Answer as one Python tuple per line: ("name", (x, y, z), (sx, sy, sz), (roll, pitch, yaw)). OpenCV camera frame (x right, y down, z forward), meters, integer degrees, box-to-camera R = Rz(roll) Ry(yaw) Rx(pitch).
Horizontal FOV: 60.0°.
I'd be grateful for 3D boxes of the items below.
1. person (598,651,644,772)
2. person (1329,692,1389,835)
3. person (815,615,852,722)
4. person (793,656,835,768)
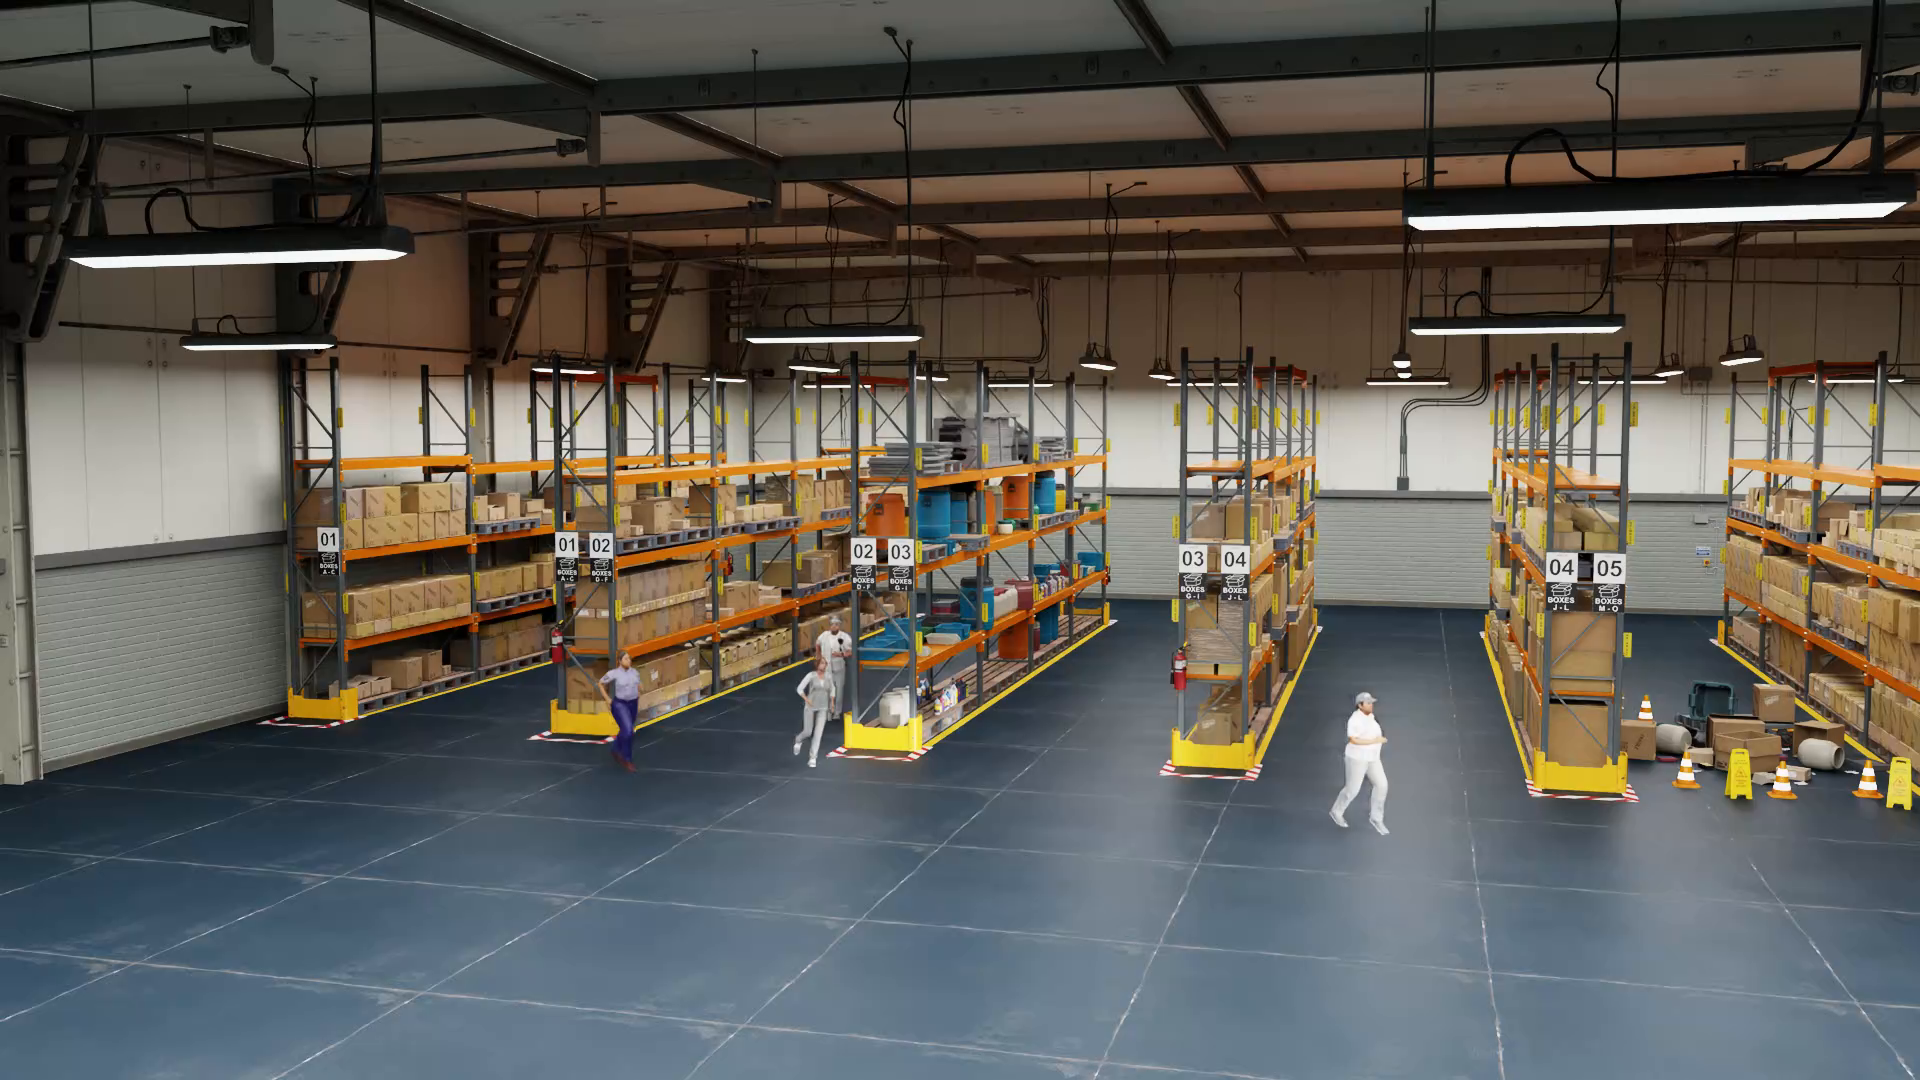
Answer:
("person", (-4.793, 2.447, 23.769), (0.740, 1.699, 0.580), (3, 5, 37))
("person", (4.853, 2.697, 20.127), (0.632, 1.732, 0.735), (-4, 6, -43))
("person", (-2.081, 2.114, 27.346), (0.652, 1.773, 0.653), (0, 4, 1))
("person", (-2.061, 2.455, 24.086), (0.601, 1.549, 0.804), (-2, 5, -22))
